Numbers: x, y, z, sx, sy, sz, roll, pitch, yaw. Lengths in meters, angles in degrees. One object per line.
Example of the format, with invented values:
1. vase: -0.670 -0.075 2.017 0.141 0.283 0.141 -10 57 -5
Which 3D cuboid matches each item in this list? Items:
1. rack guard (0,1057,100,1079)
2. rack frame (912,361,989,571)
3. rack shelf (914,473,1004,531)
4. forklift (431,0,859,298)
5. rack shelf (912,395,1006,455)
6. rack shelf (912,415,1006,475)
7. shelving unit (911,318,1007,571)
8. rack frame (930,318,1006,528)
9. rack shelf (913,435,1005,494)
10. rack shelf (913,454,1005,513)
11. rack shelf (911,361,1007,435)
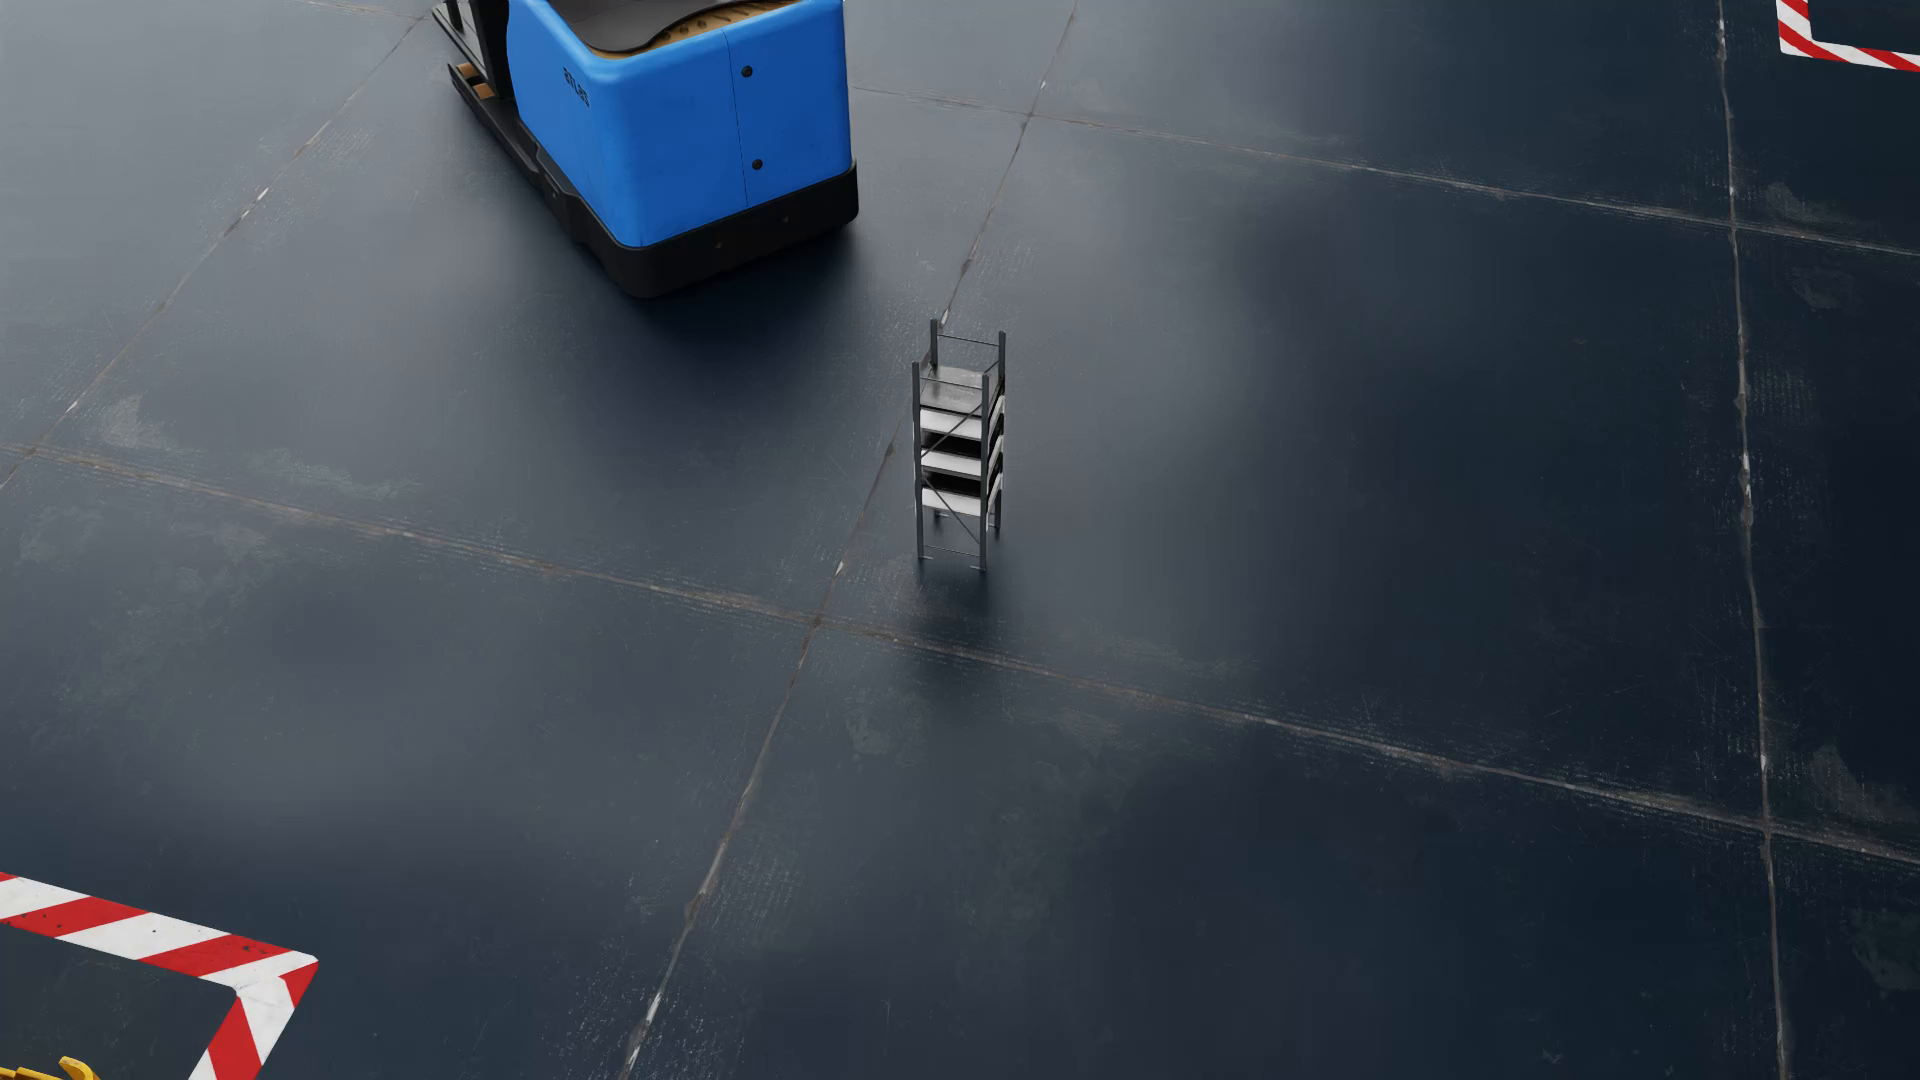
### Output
1. rack guard: -2.651 1.437 4.149 1.175 0.500 0.348 12 50 10
2. rack frame: -0.029 -0.218 5.343 0.240 0.900 0.006 12 50 10
3. rack shelf: -0.002 -0.151 5.567 0.258 0.077 0.200 12 50 10
4. forklift: -1.630 -3.003 6.445 1.130 2.935 3.031 -25 53 -21
5. rack shelf: -0.002 -0.389 5.297 0.258 0.077 0.200 12 50 10
6. rack shelf: -0.002 -0.329 5.365 0.258 0.077 0.200 12 50 10
7. shelving unit: -0.002 -0.292 5.407 0.258 0.900 0.210 12 50 10
8. rack frame: 0.025 -0.365 5.472 0.240 0.900 0.006 12 50 10
9. rack shelf: -0.002 -0.270 5.432 0.258 0.077 0.200 12 50 10
10. rack shelf: -0.002 -0.210 5.500 0.258 0.077 0.200 12 50 10
11. rack shelf: -0.002 -0.449 5.230 0.258 0.077 0.200 12 50 10
